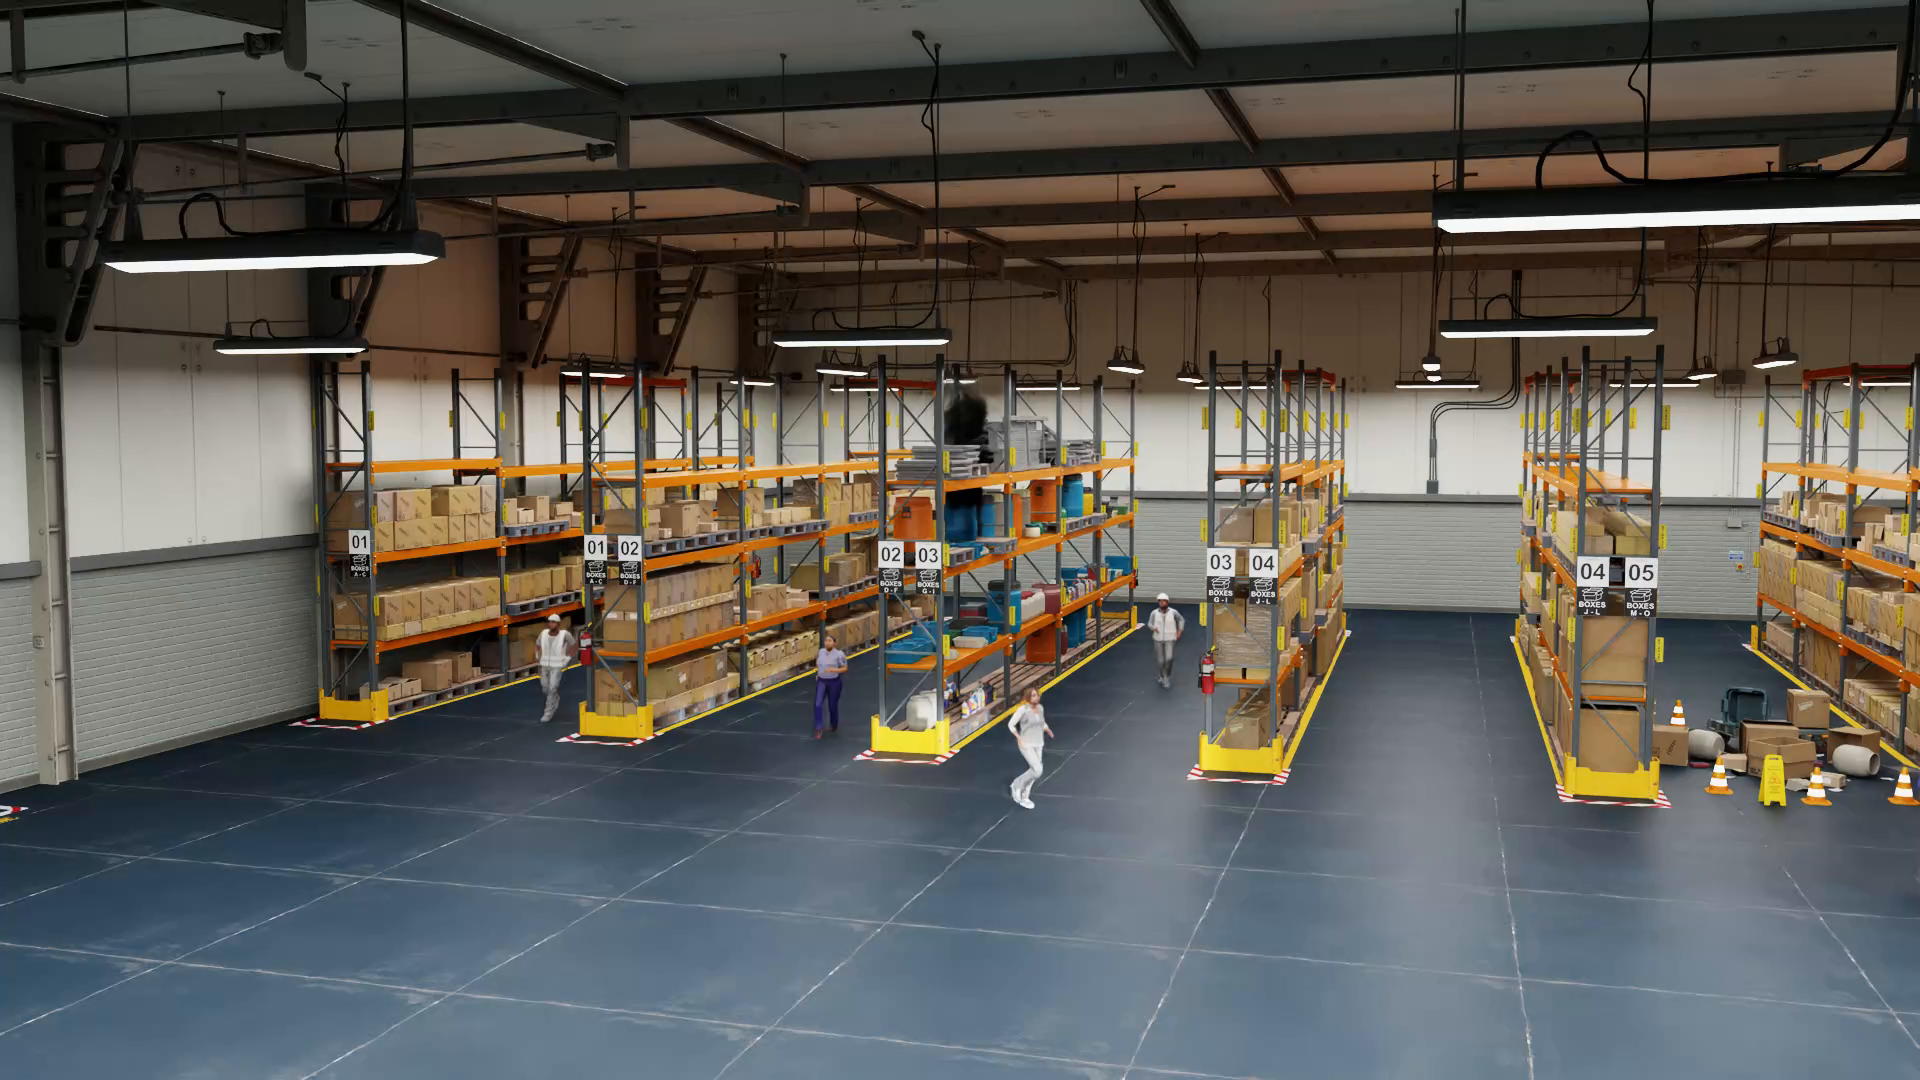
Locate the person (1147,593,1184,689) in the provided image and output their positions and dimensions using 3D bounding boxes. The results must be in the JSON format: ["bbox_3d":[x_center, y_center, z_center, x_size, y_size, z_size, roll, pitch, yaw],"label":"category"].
[{"bbox_3d":[3.866,1.902,31.365,0.662,1.789,0.723,1,4,14],"label":"person"}]

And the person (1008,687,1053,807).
[{"bbox_3d":[0.954,2.686,21.519,0.521,1.568,0.541,-4,6,-42],"label":"person"}]

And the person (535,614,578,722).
[{"bbox_3d":[-6.809,2.127,27.983,0.698,1.778,0.852,1,4,10],"label":"person"}]

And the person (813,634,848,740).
[{"bbox_3d":[-2.044,2.331,26.331,0.591,1.705,0.727,1,4,13],"label":"person"}]
